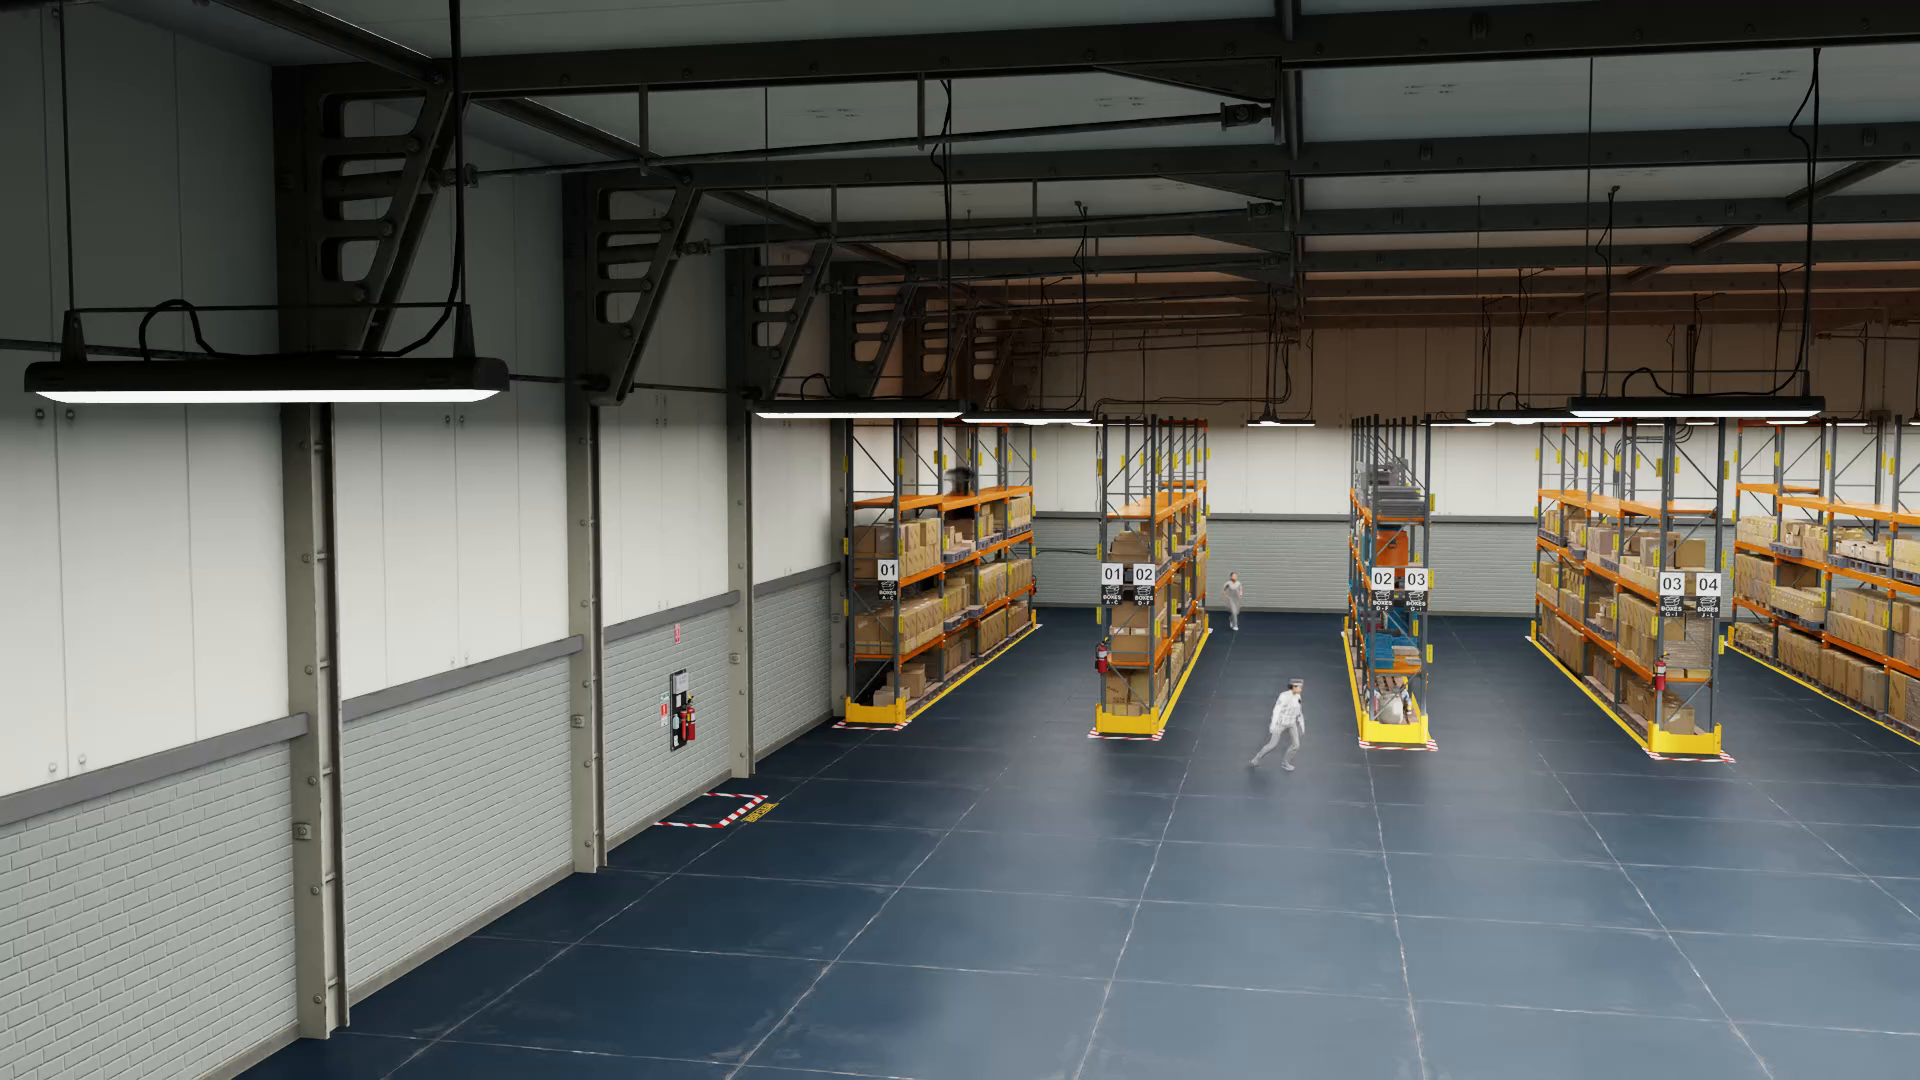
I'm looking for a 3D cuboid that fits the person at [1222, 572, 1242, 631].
[{"bbox_3d":[7.786,1.739,47.562,0.575,1.645,0.699,-1,4,-13],"label":"person"}]

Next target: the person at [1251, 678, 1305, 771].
[{"bbox_3d":[5.385,3.080,27.965,0.788,1.563,0.737,-2,4,-26],"label":"person"}]

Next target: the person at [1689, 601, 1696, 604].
[{"bbox_3d":[19.011,1.999,43.394,0.534,1.688,0.689,0,4,5],"label":"person"}]
